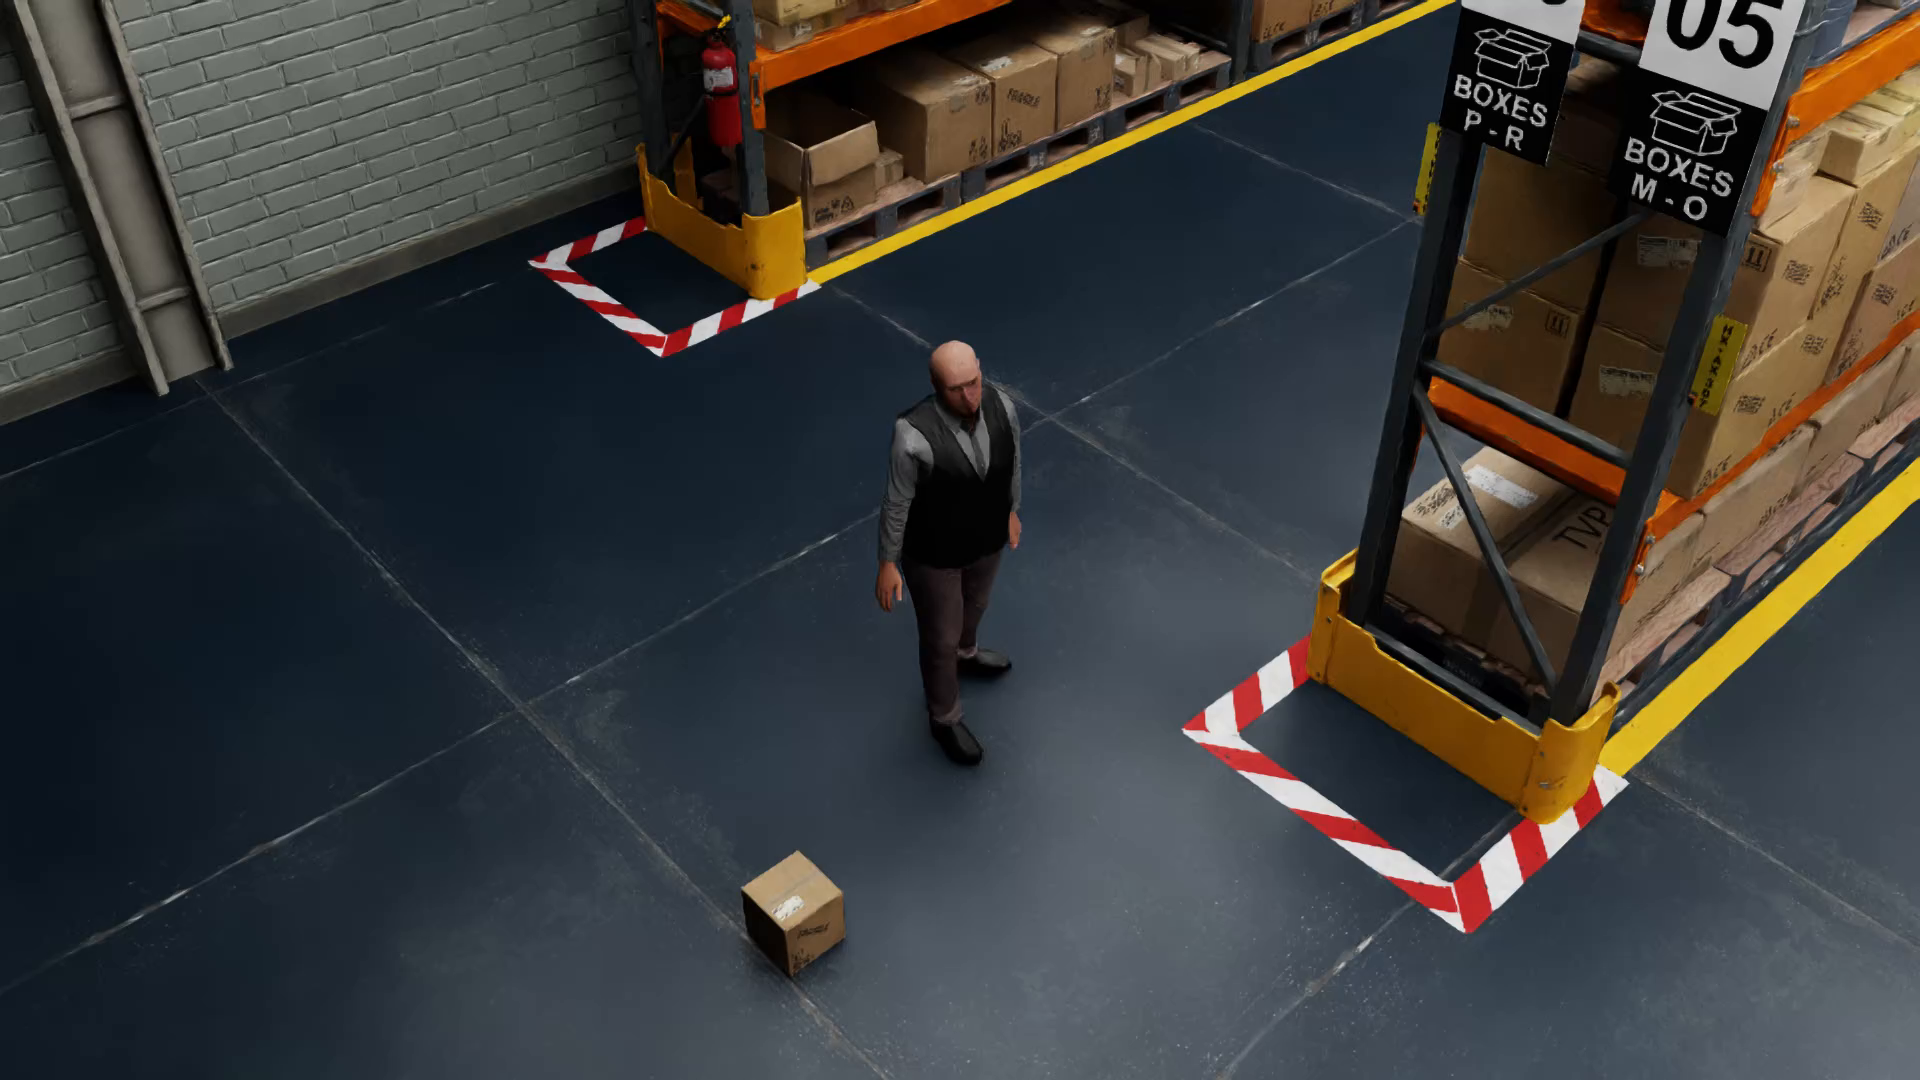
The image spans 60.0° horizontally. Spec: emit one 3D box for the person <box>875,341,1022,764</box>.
[{"bbox_3d":[-0.014,0.032,6.118,0.689,1.722,0.577,-27,47,-29],"label":"person"}]
